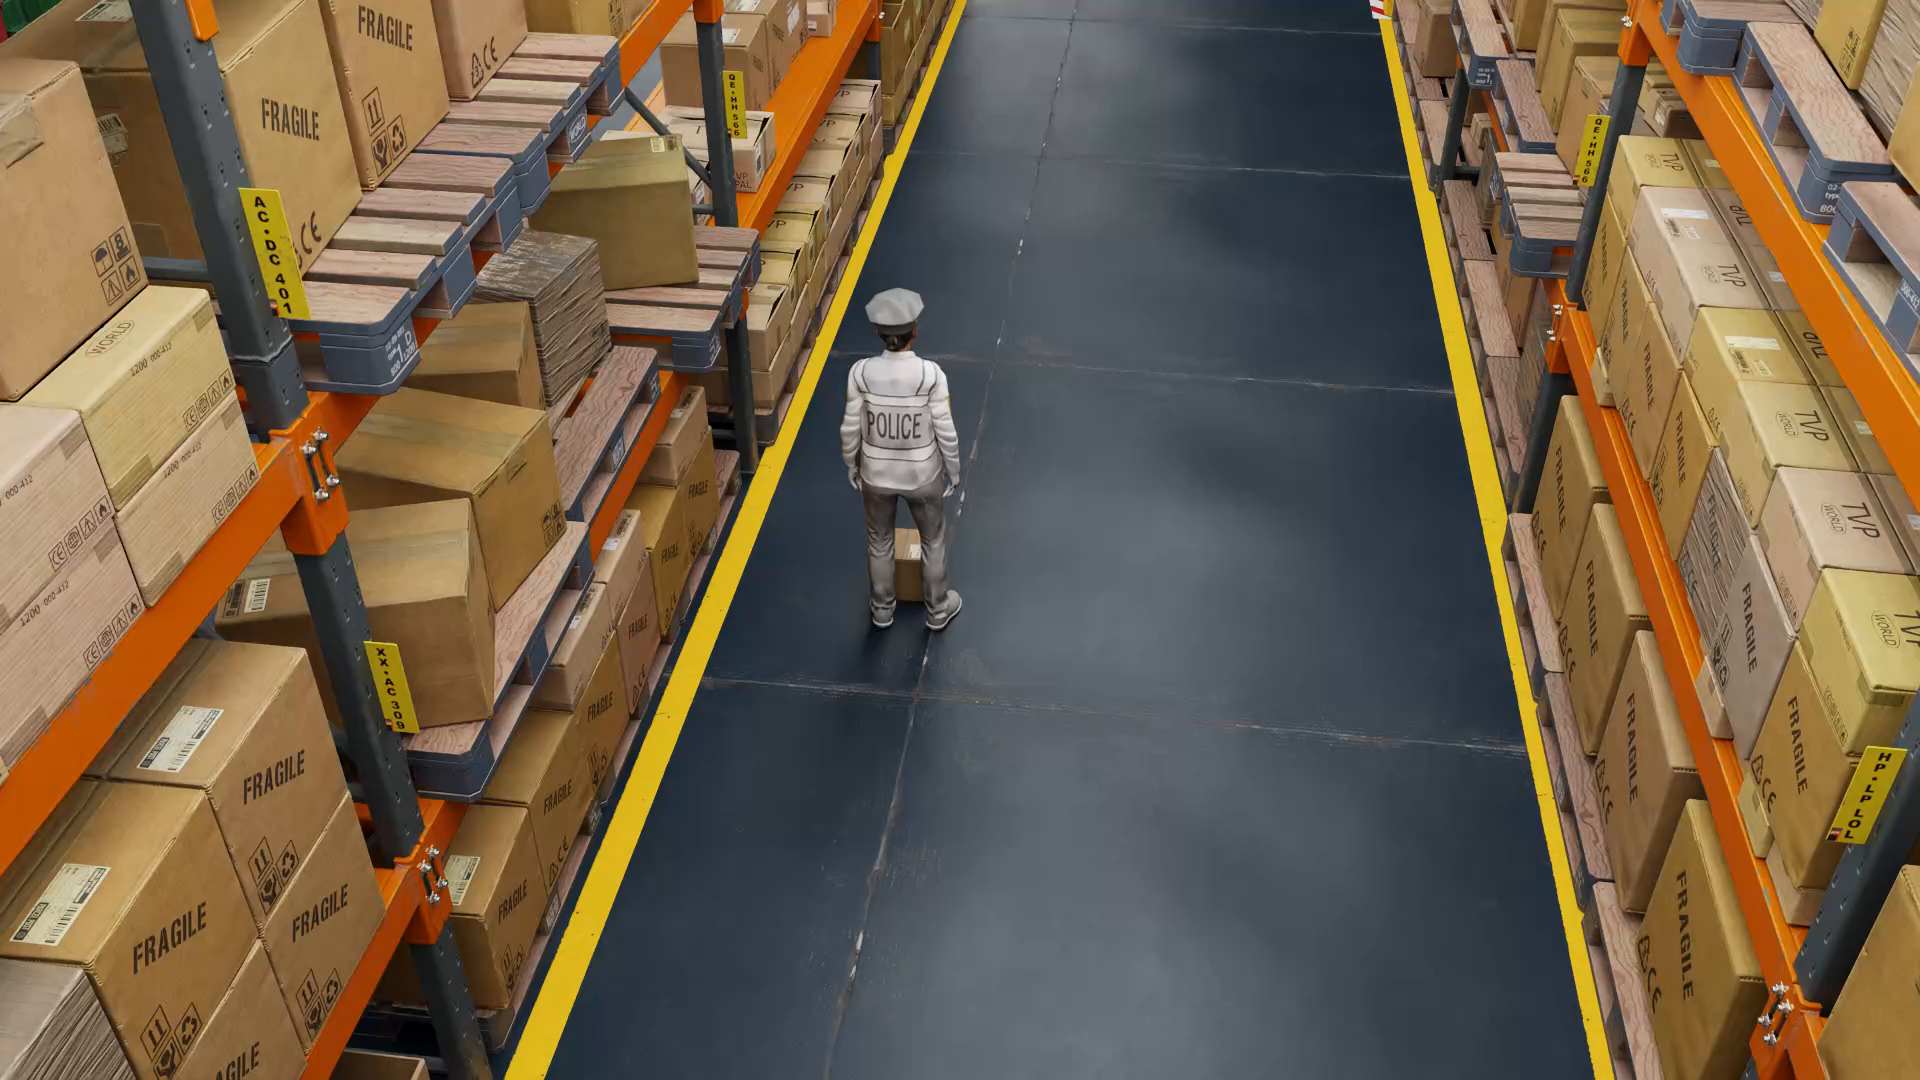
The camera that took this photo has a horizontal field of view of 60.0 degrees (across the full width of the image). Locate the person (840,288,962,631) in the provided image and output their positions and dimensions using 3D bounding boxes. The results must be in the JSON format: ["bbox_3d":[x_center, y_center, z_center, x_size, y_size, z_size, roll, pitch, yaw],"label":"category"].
[{"bbox_3d":[-0.261,-0.307,7.452,0.527,1.664,0.372,5,37,6],"label":"person"}]
